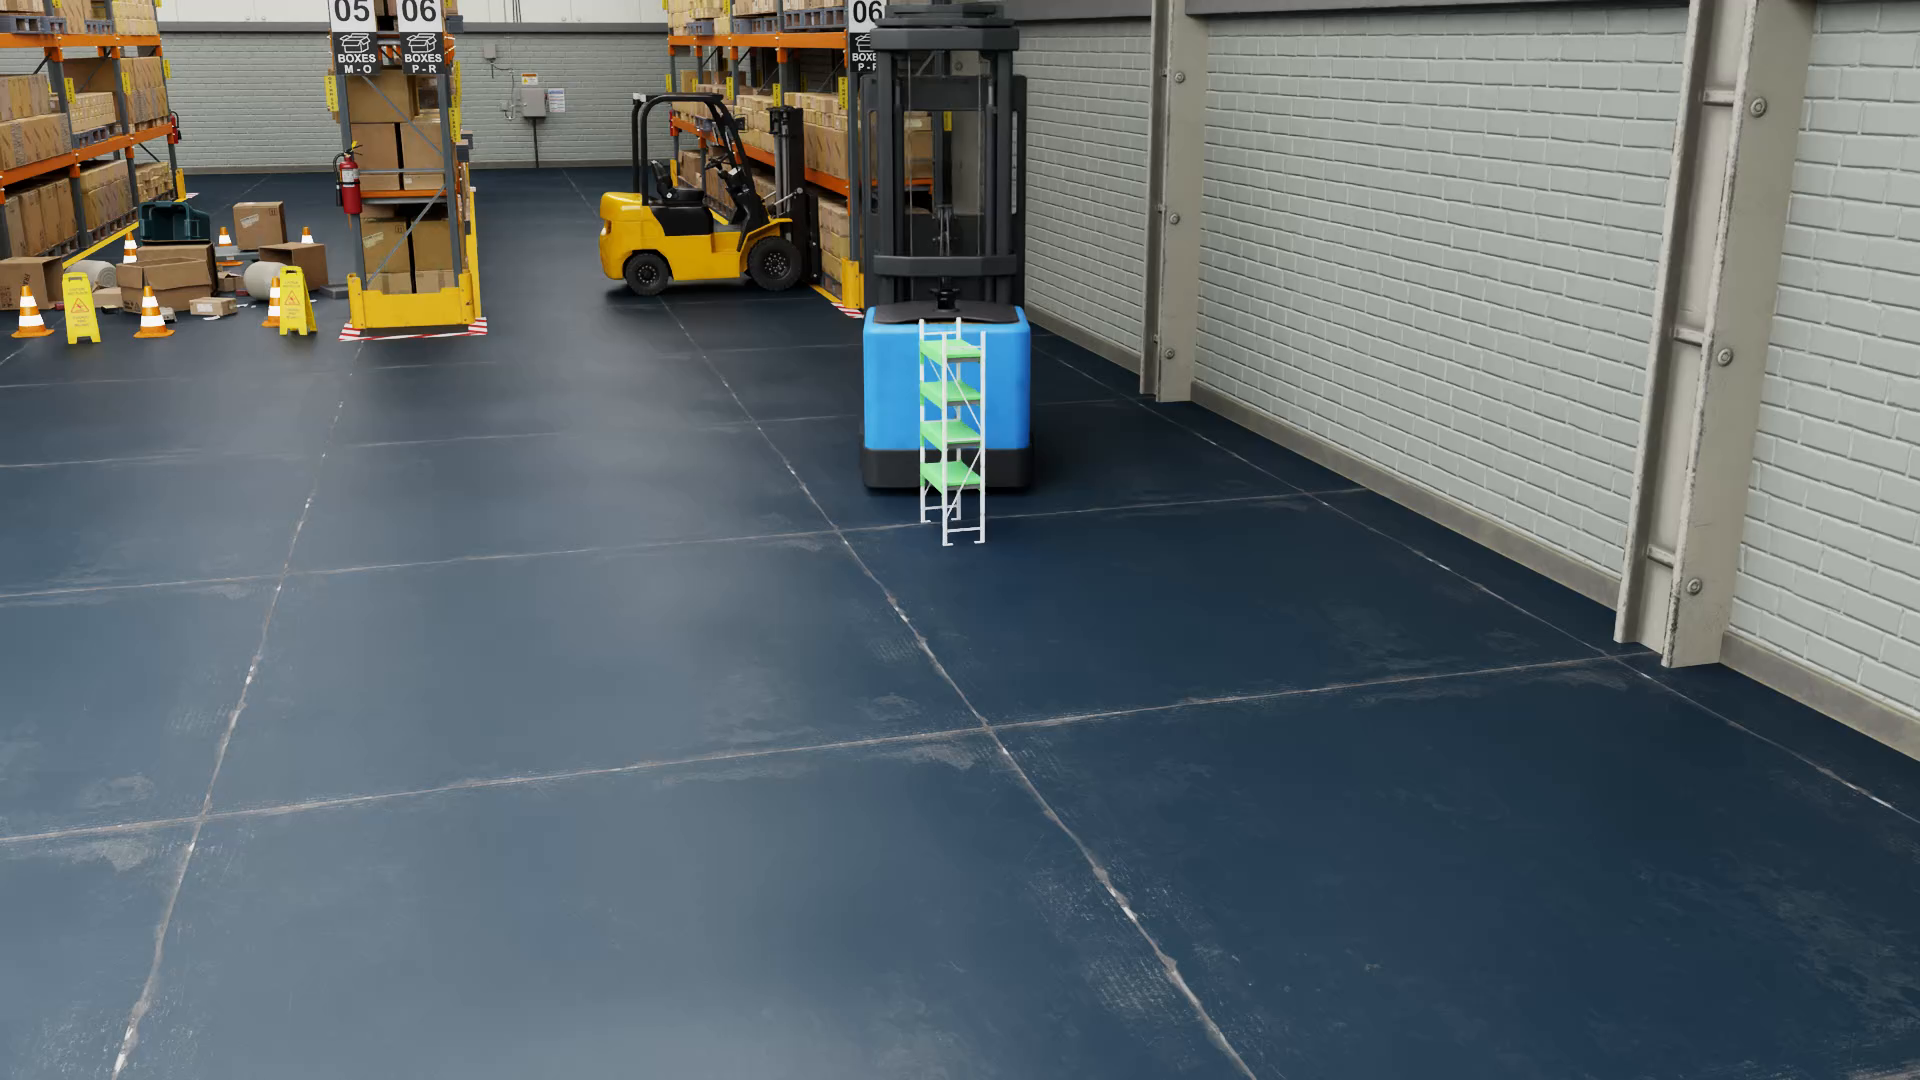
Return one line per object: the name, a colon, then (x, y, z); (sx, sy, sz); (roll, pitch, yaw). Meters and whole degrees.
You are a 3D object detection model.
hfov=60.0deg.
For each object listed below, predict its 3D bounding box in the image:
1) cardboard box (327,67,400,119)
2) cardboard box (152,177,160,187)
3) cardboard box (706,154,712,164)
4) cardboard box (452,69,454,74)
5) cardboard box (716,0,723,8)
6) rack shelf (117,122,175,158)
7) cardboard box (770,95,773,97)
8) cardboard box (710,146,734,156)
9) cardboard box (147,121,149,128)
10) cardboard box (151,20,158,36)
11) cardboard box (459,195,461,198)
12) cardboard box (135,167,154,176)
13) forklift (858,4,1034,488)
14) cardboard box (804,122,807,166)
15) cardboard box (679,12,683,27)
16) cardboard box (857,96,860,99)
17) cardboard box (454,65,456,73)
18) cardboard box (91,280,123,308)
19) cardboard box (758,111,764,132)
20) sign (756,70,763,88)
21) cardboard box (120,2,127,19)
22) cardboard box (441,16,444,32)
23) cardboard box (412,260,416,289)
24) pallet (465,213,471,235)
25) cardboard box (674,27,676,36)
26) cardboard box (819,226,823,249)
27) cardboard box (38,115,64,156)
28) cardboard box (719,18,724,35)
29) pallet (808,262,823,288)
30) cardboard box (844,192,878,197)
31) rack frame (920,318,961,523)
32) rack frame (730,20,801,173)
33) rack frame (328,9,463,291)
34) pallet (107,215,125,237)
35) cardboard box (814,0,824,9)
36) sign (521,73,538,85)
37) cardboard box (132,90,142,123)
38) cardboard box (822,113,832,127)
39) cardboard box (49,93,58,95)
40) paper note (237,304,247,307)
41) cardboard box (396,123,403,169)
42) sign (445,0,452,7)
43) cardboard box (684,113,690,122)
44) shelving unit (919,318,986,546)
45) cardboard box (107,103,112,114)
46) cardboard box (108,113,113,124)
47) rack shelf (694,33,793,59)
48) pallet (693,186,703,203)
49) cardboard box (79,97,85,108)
cardboard box: (-6.168, -4.653, 17.299); (0.700, 0.500, 0.500); (-5, 17, -16)
cardboard box: (-13.702, -6.015, 27.971); (0.380, 0.149, 0.250); (-5, 17, -15)
cardboard box: (-4.130, -6.493, 28.342); (0.380, 0.149, 0.250); (-4, 17, -13)
cardboard box: (-7.954, -6.902, 25.303); (0.500, 0.500, 0.500); (-4, 17, -14)
cardboard box: (-3.538, -8.252, 25.545); (0.380, 0.149, 0.250); (-5, 17, -16)
rack shelf: (-14.026, -6.695, 27.776); (1.077, 0.370, 4.000); (-5, 17, -15)
cardboard box: (-2.590, -6.477, 24.499); (0.380, 0.149, 0.250); (-4, 17, -13)
cardboard box: (-4.013, -6.567, 28.072); (0.380, 0.149, 0.250); (-6, 18, -18)
cardboard box: (-13.945, -7.041, 28.115); (0.380, 0.149, 0.250); (-5, 18, -18)
cardboard box: (-14.196, -8.852, 28.755); (0.500, 0.250, 0.500); (-5, 17, -16)
cardboard box: (-6.125, -3.793, 19.613); (0.500, 0.500, 0.500); (-5, 17, -16)
cardboard box: (-13.876, -6.223, 28.146); (0.380, 0.149, 0.250); (-5, 18, -17)
forklift: (-0.113, -2.095, 11.332); (1.130, 2.935, 3.031); (0, 17, -1)
cardboard box: (-1.604, -4.708, 19.736); (0.500, 0.500, 0.500); (-5, 17, -16)
cardboard box: (-4.760, -9.345, 29.879); (0.500, 0.250, 0.500); (-5, 17, -16)
cardboard box: (-1.036, -5.093, 19.375); (0.380, 0.149, 0.250); (-4, 17, -14)
cardboard box: (-9.178, -8.145, 29.440); (0.500, 0.500, 0.500); (-5, 17, -16)
cardboard box: (-9.034, -2.634, 17.759); (0.396, 0.266, 0.258); (-2, 17, -6)
cardboard box: (-2.438, -5.653, 22.448); (0.500, 0.250, 0.500); (-4, 17, -14)
sign: (-3.440, -7.898, 28.519); (0.100, 0.325, 0.005); (-5, 17, -15)
cardboard box: (-13.510, -8.381, 26.315); (0.500, 0.250, 0.500); (-5, 17, -15)
cardboard box: (-5.226, -5.020, 16.172); (0.380, 0.149, 0.250); (-5, 17, -15)
cardboard box: (-6.062, -2.816, 17.664); (0.500, 0.250, 0.500); (-5, 17, -15)
pallet: (-7.789, -4.687, 24.690); (1.003, 0.211, 1.213); (-5, 17, -15)
cardboard box: (-5.087, -9.395, 30.738); (0.380, 0.149, 0.250); (-4, 17, -14)
cardboard box: (-1.399, -3.494, 19.050); (0.500, 0.250, 0.500); (-5, 17, -17)
cardboard box: (-11.859, -5.186, 21.329); (0.500, 0.500, 0.500); (-5, 17, -15)
cardboard box: (-3.387, -7.819, 25.314); (0.500, 0.250, 0.500); (-5, 17, -15)
pallet: (-1.257, -3.189, 19.702); (1.003, 0.211, 1.213); (-5, 17, -15)
cardboard box: (-1.173, -4.048, 20.026); (0.500, 0.250, 0.500); (-5, 17, -15)
rack frame: (-0.113, -0.688, 9.657); (0.240, 1.200, 0.015); (-5, 17, -15)
rack frame: (-2.874, -6.192, 24.853); (1.000, 3.000, 0.127); (-5, 17, -15)
rack frame: (-5.447, -3.586, 16.176); (1.000, 3.000, 0.127); (-5, 17, -15)
pallet: (-12.922, -4.597, 24.389); (1.003, 0.211, 1.213); (-5, 17, -15)
cardboard box: (-1.216, -6.107, 18.278); (0.700, 0.500, 0.500); (-5, 17, -15)
sign: (-9.466, -10.144, 36.572); (0.339, 0.242, 0.001); (-5, 17, -15)
cardboard box: (-13.513, -6.970, 26.749); (0.500, 0.500, 0.500); (-5, 17, -15)
cardboard box: (-1.327, -4.696, 18.571); (0.380, 0.149, 0.250); (-5, 18, -17)
cardboard box: (-13.728, -6.630, 24.981); (0.380, 0.149, 0.250); (-4, 17, -14)
paper note: (-7.710, -2.509, 17.773); (0.148, 0.019, 0.142); (1, 17, 4)
cardboard box: (-5.994, -4.044, 17.008); (0.500, 0.500, 0.500); (-5, 17, -15)
sign: (-6.026, -6.422, 19.503); (0.100, 0.325, 0.005); (-5, 17, -15)
cardboard box: (-4.847, -7.741, 30.444); (0.380, 0.149, 0.250); (-4, 17, -14)
shelving unit: (-0.046, -0.620, 9.432); (0.258, 1.200, 0.503); (-5, 17, -15)
cardboard box: (-13.103, -6.542, 25.207); (0.380, 0.149, 0.250); (-5, 17, -15)
cardboard box: (-13.104, -6.401, 25.253); (0.380, 0.149, 0.250); (-5, 17, -15)
rack shelf: (-3.423, -7.838, 26.366); (1.077, 0.370, 4.000); (-5, 17, -15)
pallet: (-4.161, -6.153, 29.570); (1.003, 0.211, 1.213); (-5, 17, -15)
cardboard box: (-12.606, -6.179, 23.480); (0.380, 0.149, 0.250); (-4, 17, -13)
